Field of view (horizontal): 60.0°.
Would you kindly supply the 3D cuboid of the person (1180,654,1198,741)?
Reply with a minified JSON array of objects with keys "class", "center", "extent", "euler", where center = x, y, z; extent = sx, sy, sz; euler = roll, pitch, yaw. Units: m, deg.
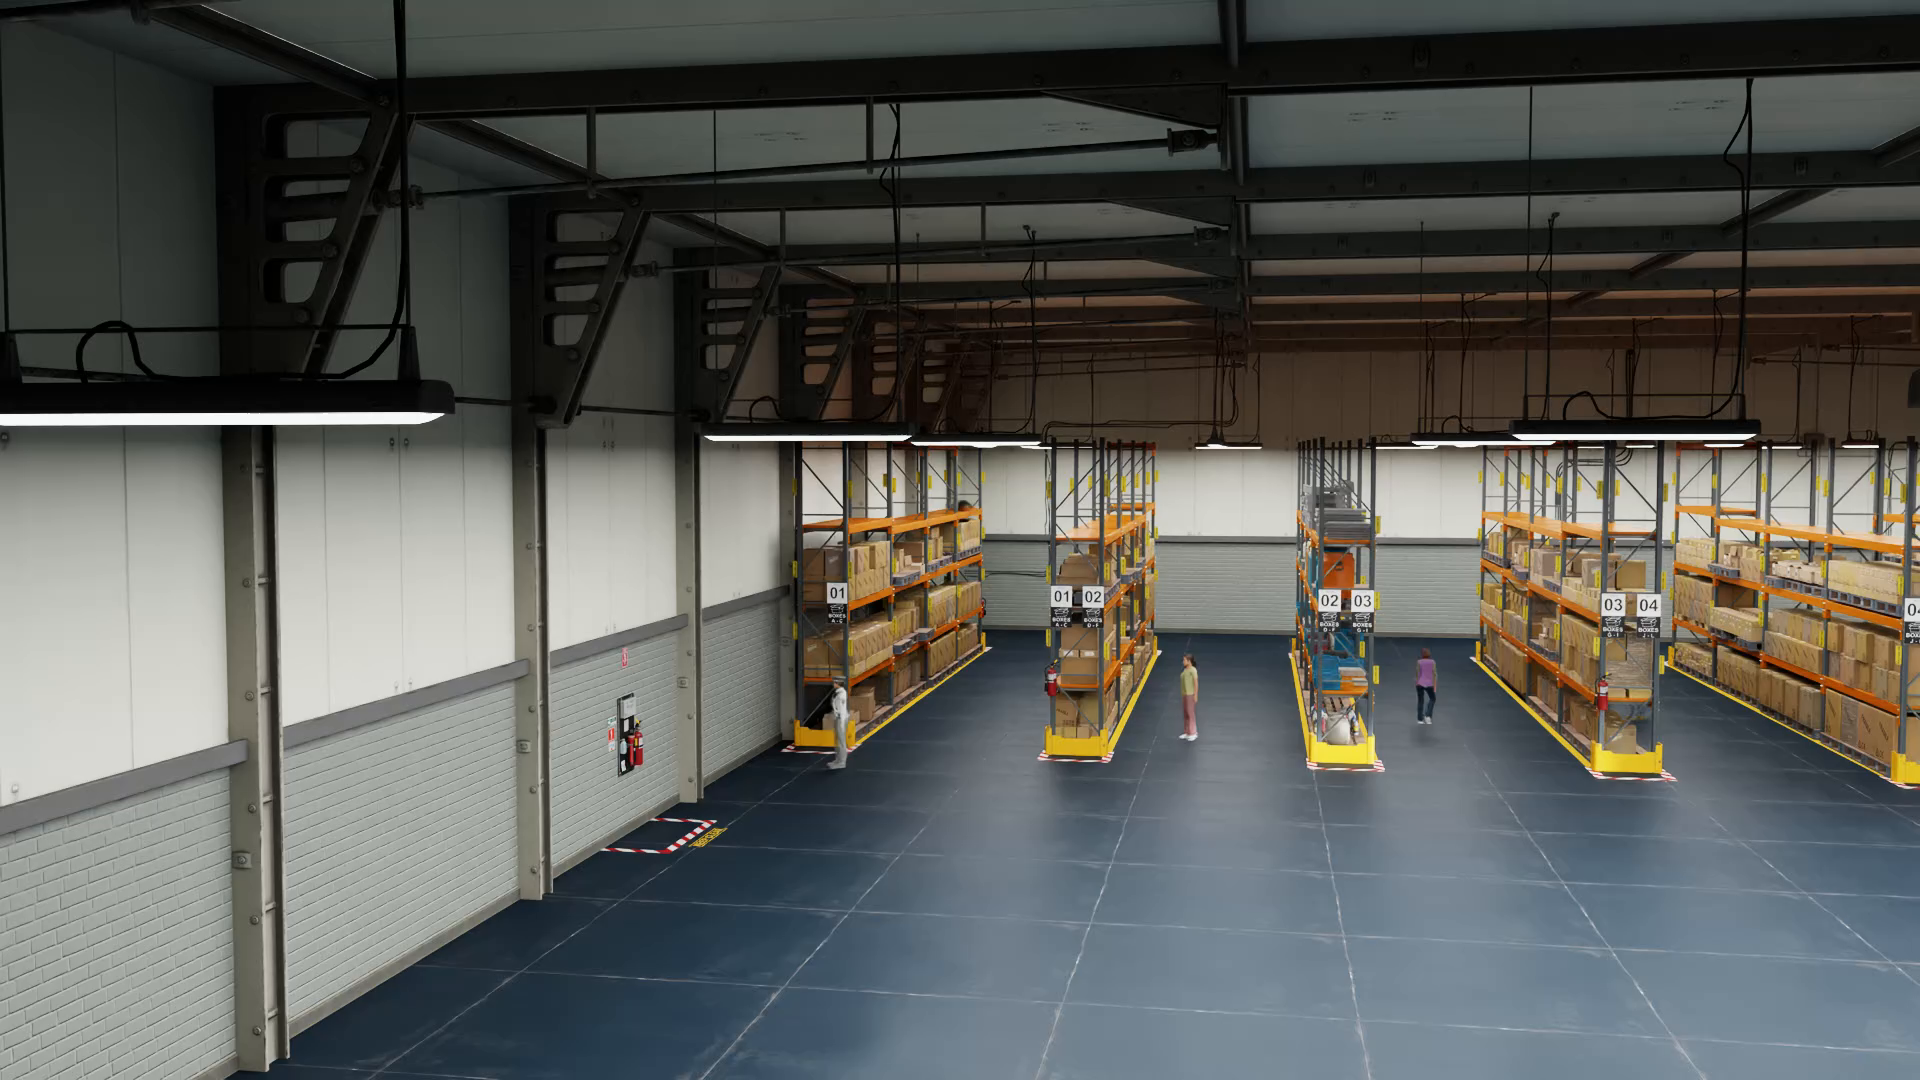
[{"class":"person","center":[4.576,3.134,33.239],"extent":[0.391,1.709,0.548],"euler":[-1,3,-17]}]

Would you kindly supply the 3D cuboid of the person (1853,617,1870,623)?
[{"class":"person","center":[25.466,2.432,47.010],"extent":[0.698,1.598,0.445],"euler":[0,3,-9]}]

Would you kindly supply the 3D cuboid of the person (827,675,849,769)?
[{"class":"person","center":[-2.211,3.287,30.148],"extent":[0.389,1.673,0.514],"euler":[-1,3,-16]}]

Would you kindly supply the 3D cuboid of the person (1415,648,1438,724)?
[{"class":"person","center":[9.776,3.078,34.884],"extent":[0.494,1.631,0.431],"euler":[2,4,37]}]

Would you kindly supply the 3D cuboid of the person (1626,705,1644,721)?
[{"class":"person","center":[14.494,2.964,35.535],"extent":[0.439,1.778,0.581],"euler":[2,4,36]}]
